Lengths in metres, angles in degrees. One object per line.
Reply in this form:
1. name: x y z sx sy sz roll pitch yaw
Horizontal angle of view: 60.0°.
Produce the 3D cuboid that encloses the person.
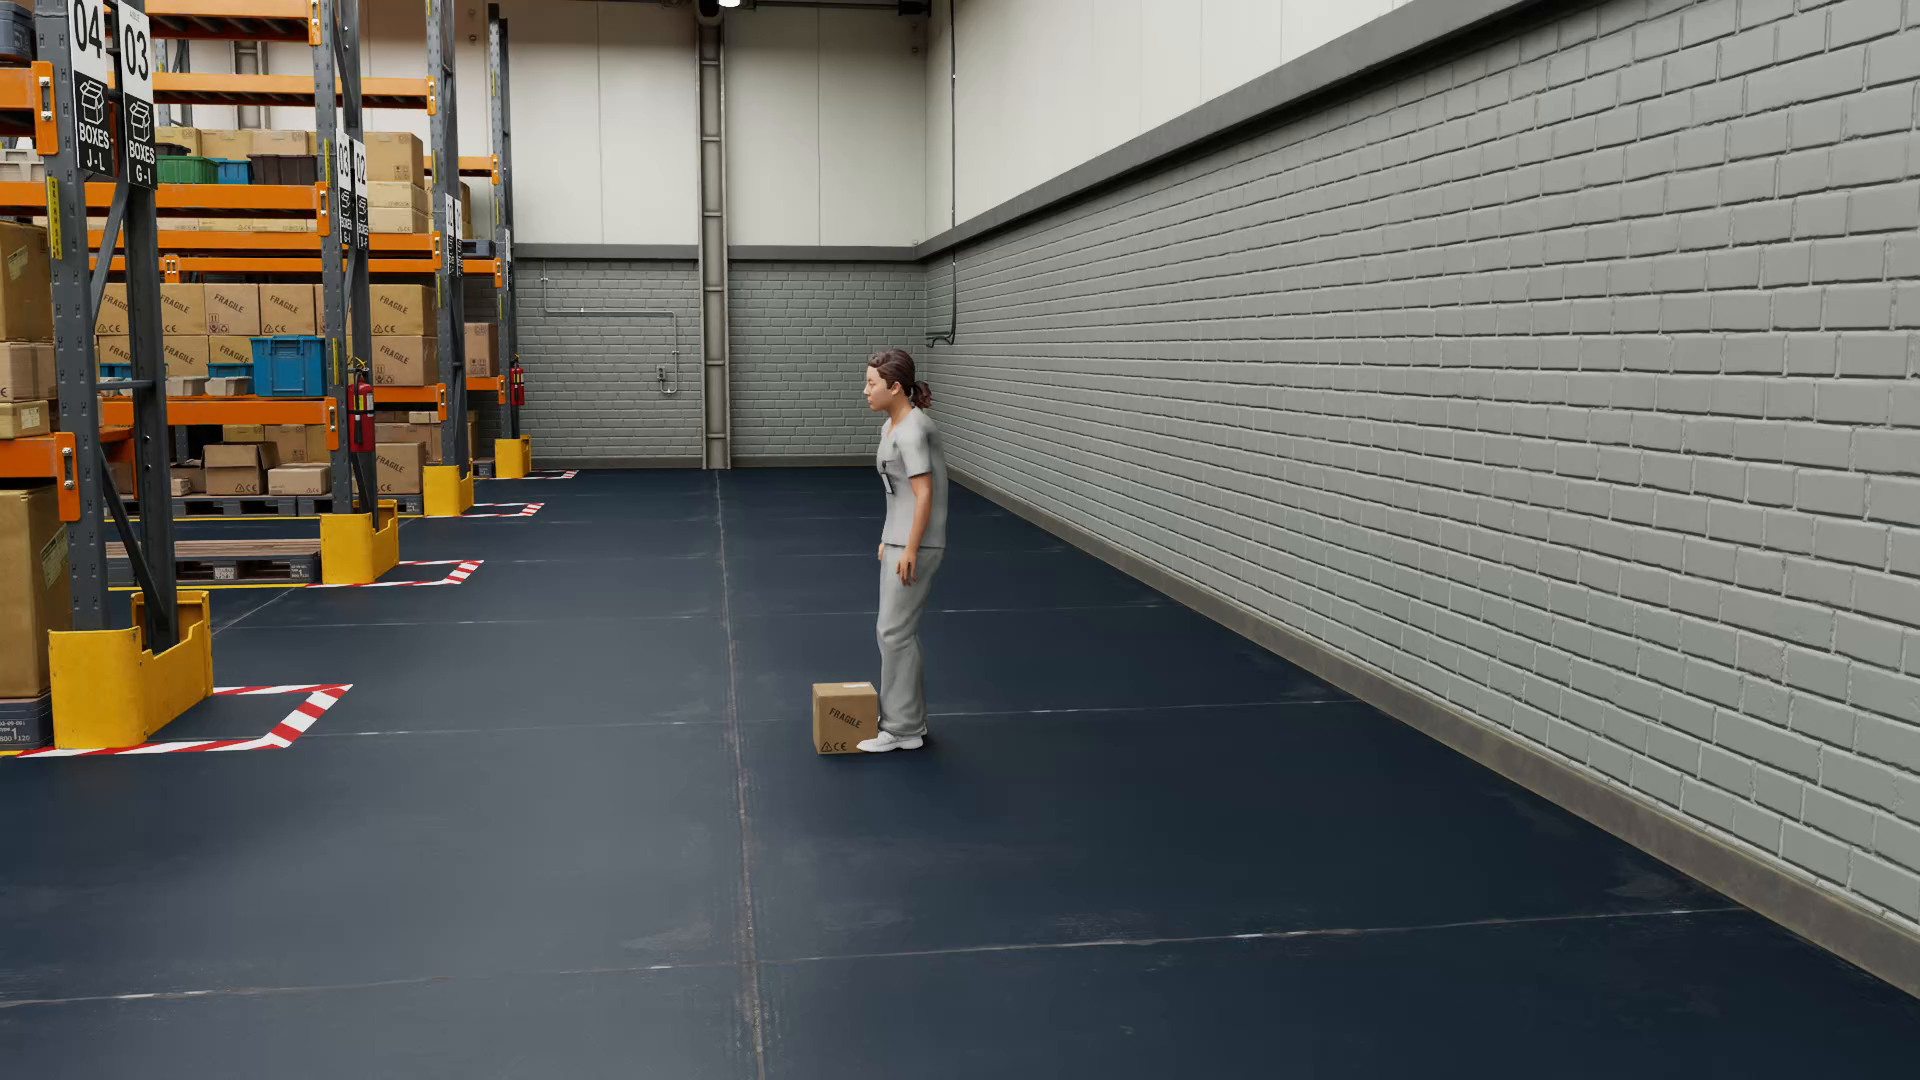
1. person: -0.266 0.039 6.969 0.416 1.671 0.514 -1 7 -12
